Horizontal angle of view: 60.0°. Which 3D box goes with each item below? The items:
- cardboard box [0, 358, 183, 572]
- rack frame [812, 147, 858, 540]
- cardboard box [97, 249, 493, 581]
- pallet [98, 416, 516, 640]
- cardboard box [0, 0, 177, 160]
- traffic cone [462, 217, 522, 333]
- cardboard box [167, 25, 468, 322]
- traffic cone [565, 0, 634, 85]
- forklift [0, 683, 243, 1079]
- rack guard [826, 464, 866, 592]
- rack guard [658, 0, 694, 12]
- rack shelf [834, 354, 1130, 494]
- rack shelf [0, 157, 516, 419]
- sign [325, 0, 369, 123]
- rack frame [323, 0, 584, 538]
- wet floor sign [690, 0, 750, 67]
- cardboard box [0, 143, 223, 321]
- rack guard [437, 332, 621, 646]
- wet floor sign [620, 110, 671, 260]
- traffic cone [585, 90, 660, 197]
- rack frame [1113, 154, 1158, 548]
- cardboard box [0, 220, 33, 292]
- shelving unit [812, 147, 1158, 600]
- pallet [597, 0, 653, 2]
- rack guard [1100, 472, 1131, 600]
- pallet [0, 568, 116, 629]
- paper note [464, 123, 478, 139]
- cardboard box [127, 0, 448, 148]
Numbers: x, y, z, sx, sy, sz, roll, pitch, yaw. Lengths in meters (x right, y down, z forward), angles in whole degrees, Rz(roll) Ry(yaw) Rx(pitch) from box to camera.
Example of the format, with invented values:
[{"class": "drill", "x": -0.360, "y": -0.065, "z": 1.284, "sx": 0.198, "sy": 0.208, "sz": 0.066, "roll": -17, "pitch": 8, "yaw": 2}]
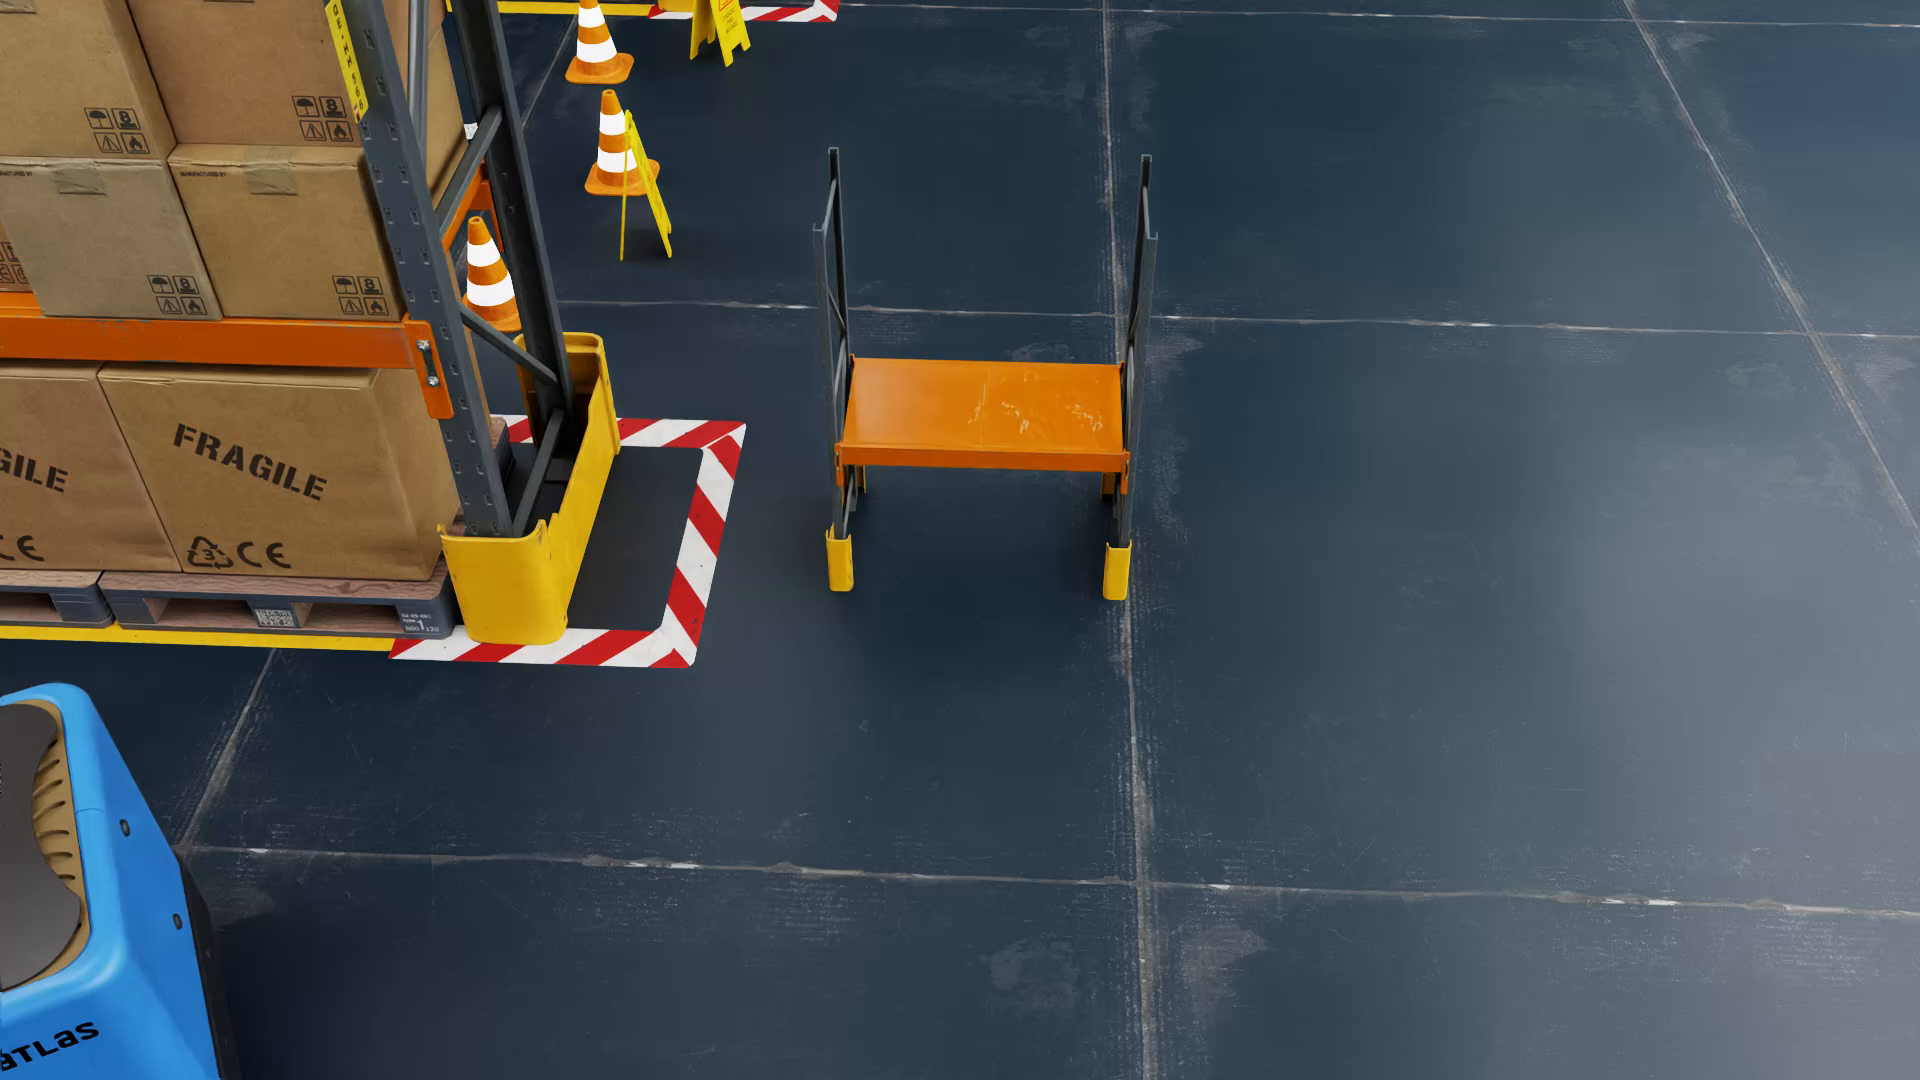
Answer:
[{"class": "cardboard box", "x": -3.137, "y": -0.507, "z": 5.844, "sx": 0.875, "sy": 0.875, "sz": 0.875, "roll": 1, "pitch": 43, "yaw": 1}, {"class": "rack frame", "x": -0.423, "y": -0.562, "z": 5.753, "sx": 0.032, "sy": 1.500, "sz": 0.500, "roll": 2, "pitch": 43, "yaw": 2}, {"class": "cardboard box", "x": -2.258, "y": -0.481, "z": 5.817, "sx": 0.875, "sy": 0.875, "sz": 0.875, "roll": 2, "pitch": 43, "yaw": 2}, {"class": "pallet", "x": -2.380, "y": -0.080, "z": 6.181, "sx": 1.213, "sy": 0.211, "sz": 1.003, "roll": 2, "pitch": 43, "yaw": 2}, {"class": "cardboard box", "x": -2.500, "y": -1.571, "z": 4.834, "sx": 0.550, "sy": 0.550, "sz": 0.875, "roll": 2, "pitch": 43, "yaw": 2}, {"class": "traffic cone", "x": -2.044, "y": -1.184, "z": 7.182, "sx": 0.334, "sy": 0.463, "sz": 0.336, "roll": 2, "pitch": 43, "yaw": 2}, {"class": "cardboard box", "x": -1.950, "y": -1.165, "z": 5.190, "sx": 0.550, "sy": 0.550, "sz": 0.875, "roll": 2, "pitch": 43, "yaw": 2}, {"class": "traffic cone", "x": -1.943, "y": -2.710, "z": 8.819, "sx": 0.334, "sy": 0.463, "sz": 0.336, "roll": 2, "pitch": 43, "yaw": 2}, {"class": "forklift", "x": -3.407, "y": 0.803, "z": 3.238, "sx": 3.031, "sy": 2.935, "sz": 1.130, "roll": -19, "pitch": 46, "yaw": -19}, {"class": "rack guard", "x": -0.421, "y": -0.104, "z": 6.179, "sx": 0.087, "sy": 0.250, "sz": 0.587, "roll": 2, "pitch": 43, "yaw": 2}, {"class": "rack guard", "x": -1.531, "y": -3.591, "z": 9.738, "sx": 0.348, "sy": 0.500, "sz": 1.175, "roll": 2, "pitch": 43, "yaw": 2}, {"class": "rack shelf", "x": 0.085, "y": -0.415, "z": 5.859, "sx": 1.000, "sy": 0.185, "sz": 0.538, "roll": 2, "pitch": 43, "yaw": 2}, {"class": "rack shelf", "x": -3.576, "y": -0.928, "z": 5.573, "sx": 4.000, "sy": 0.370, "sz": 1.077, "roll": 2, "pitch": 43, "yaw": 2}, {"class": "sign", "x": -1.616, "y": -1.271, "z": 4.390, "sx": 0.005, "sy": 0.325, "sz": 0.100, "roll": 2, "pitch": 43, "yaw": 2}, {"class": "rack frame", "x": -1.578, "y": -1.129, "z": 5.262, "sx": 0.127, "sy": 3.000, "sz": 1.000, "roll": 2, "pitch": 43, "yaw": 2}, {"class": "wet floor sign", "x": -1.314, "y": -2.907, "z": 8.897, "sx": 0.232, "sy": 0.644, "sz": 0.267, "roll": 16, "pitch": 45, "yaw": 16}, {"class": "cardboard box", "x": -2.501, "y": -1.167, "z": 5.192, "sx": 0.550, "sy": 0.550, "sz": 0.875, "roll": 2, "pitch": 43, "yaw": 2}, {"class": "rack guard", "x": -1.554, "y": -0.214, "z": 6.113, "sx": 0.348, "sy": 0.500, "sz": 1.175, "roll": 2, "pitch": 43, "yaw": 2}, {"class": "wet floor sign", "x": -1.459, "y": -1.615, "z": 7.511, "sx": 0.232, "sy": 0.644, "sz": 0.267, "roll": -5, "pitch": 43, "yaw": -5}, {"class": "traffic cone", "x": -1.654, "y": -1.943, "z": 7.997, "sx": 0.334, "sy": 0.463, "sz": 0.336, "roll": 2, "pitch": 43, "yaw": 2}, {"class": "rack frame", "x": 0.593, "y": -0.531, "z": 5.719, "sx": 0.032, "sy": 1.500, "sz": 0.500, "roll": 2, "pitch": 43, "yaw": 2}, {"class": "cardboard box", "x": -3.055, "y": -1.269, "z": 5.302, "sx": 0.550, "sy": 0.550, "sz": 0.875, "roll": 2, "pitch": 43, "yaw": 2}, {"class": "shelving unit", "x": 0.076, "y": -0.546, "z": 5.736, "sx": 1.083, "sy": 1.500, "sz": 0.587, "roll": 2, "pitch": 43, "yaw": 2}, {"class": "pallet", "x": -2.341, "y": -3.534, "z": 9.889, "sx": 1.213, "sy": 0.211, "sz": 1.003, "roll": 2, "pitch": 43, "yaw": 2}, {"class": "rack guard", "x": 0.574, "y": -0.074, "z": 6.146, "sx": 0.087, "sy": 0.250, "sz": 0.587, "roll": 2, "pitch": 43, "yaw": 2}, {"class": "pallet", "x": -3.595, "y": -0.120, "z": 6.224, "sx": 1.213, "sy": 0.211, "sz": 1.003, "roll": 2, "pitch": 43, "yaw": 2}, {"class": "paper note", "x": -2.490, "y": -2.090, "z": 8.471, "sx": 0.142, "sy": 0.019, "sz": 0.148, "roll": -12, "pitch": 44, "yaw": -13}, {"class": "cardboard box", "x": -1.947, "y": -1.617, "z": 4.883, "sx": 0.550, "sy": 0.550, "sz": 0.875, "roll": 2, "pitch": 43, "yaw": 2}]
